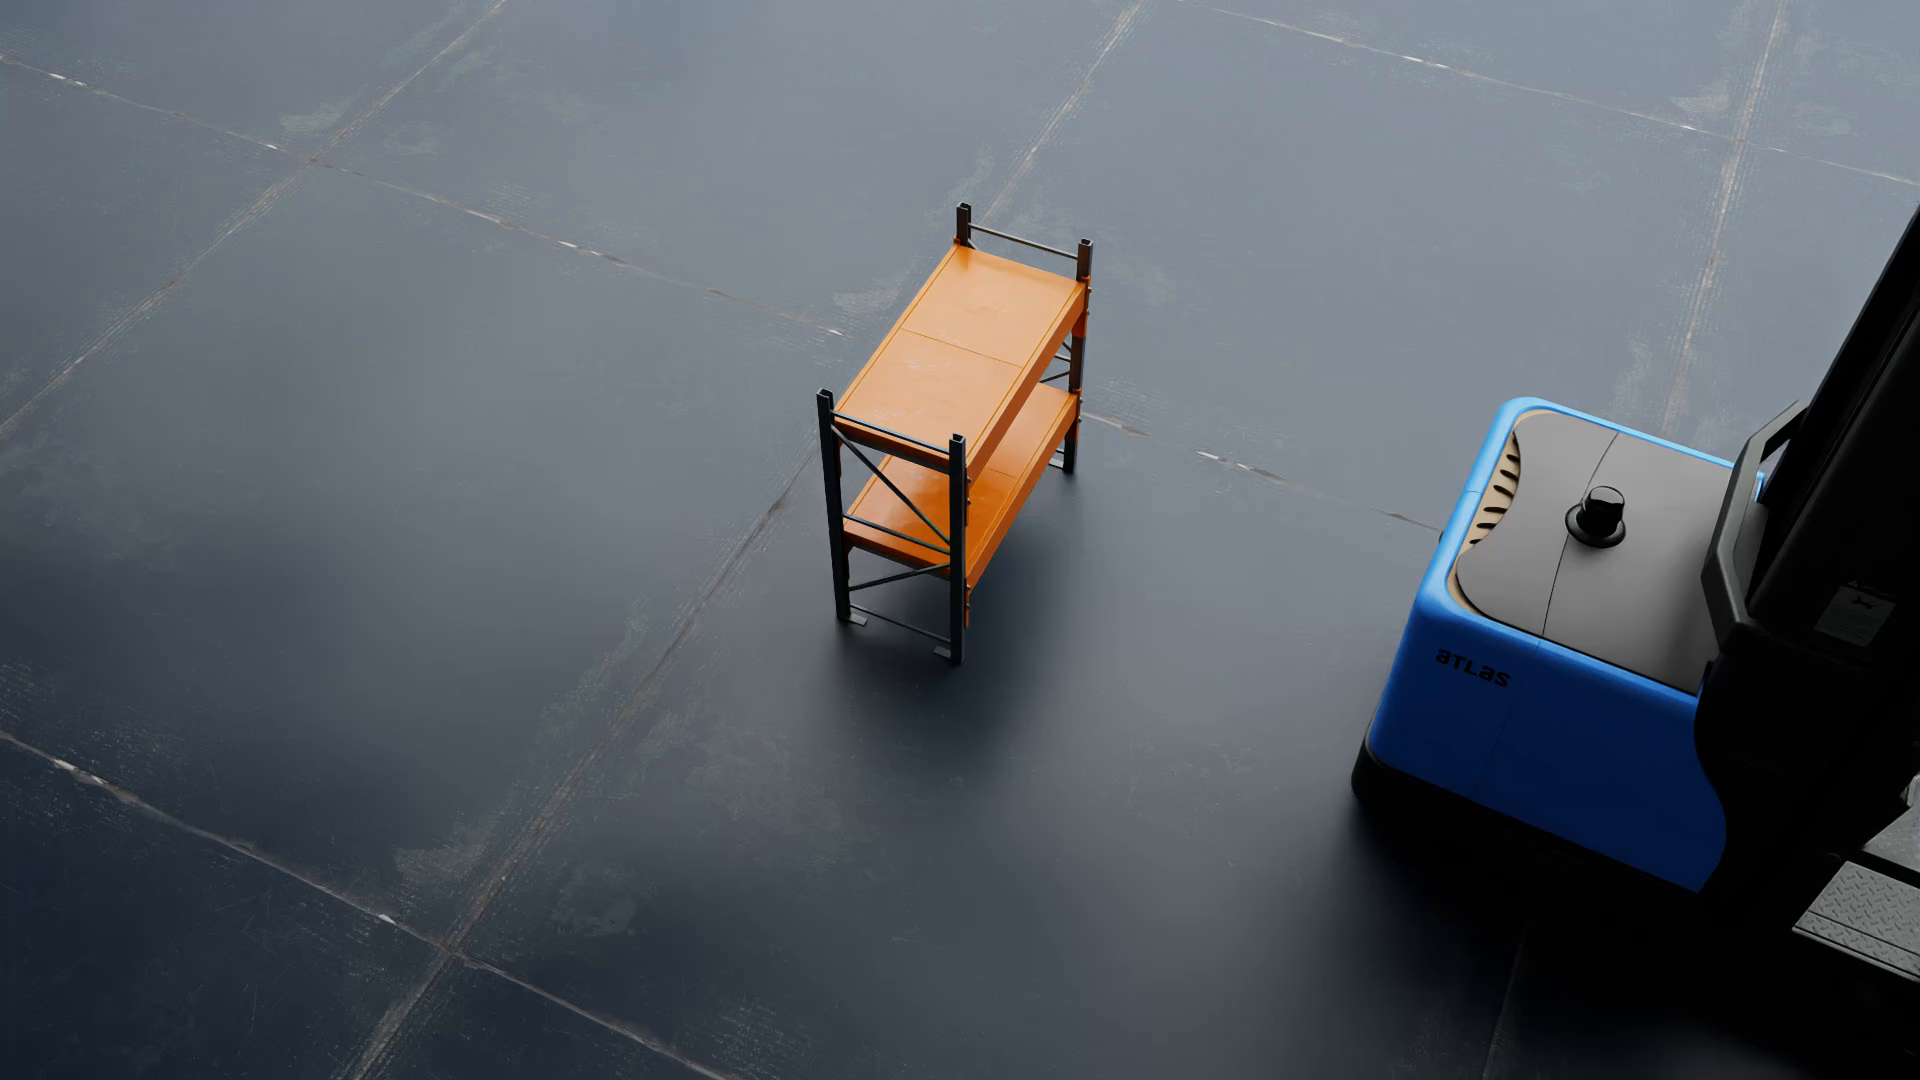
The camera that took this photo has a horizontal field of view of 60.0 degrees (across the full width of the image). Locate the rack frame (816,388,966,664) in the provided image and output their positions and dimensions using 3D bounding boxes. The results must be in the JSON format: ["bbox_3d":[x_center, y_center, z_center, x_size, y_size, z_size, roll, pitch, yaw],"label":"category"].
[{"bbox_3d":[-0.214,-0.019,5.528,0.500,1.125,0.032,20,52,16],"label":"rack frame"}]

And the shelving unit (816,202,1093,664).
[{"bbox_3d":[0.003,-0.369,5.826,0.538,1.125,1.048,20,52,16],"label":"shelving unit"}]

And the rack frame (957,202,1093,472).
[{"bbox_3d":[0.220,-0.719,6.123,0.500,1.125,0.032,20,52,16],"label":"rack frame"}]

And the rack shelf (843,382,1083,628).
[{"bbox_3d":[0.003,-0.211,6.012,0.538,0.278,1.000,20,52,16],"label":"rack shelf"}]

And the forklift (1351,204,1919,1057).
[{"bbox_3d":[2.835,0.120,4.223,3.031,2.935,1.130,22,53,18],"label":"forklift"}]

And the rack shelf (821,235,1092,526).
[{"bbox_3d":[0.003,-0.559,5.603,0.538,0.278,1.000,20,52,16],"label":"rack shelf"}]
